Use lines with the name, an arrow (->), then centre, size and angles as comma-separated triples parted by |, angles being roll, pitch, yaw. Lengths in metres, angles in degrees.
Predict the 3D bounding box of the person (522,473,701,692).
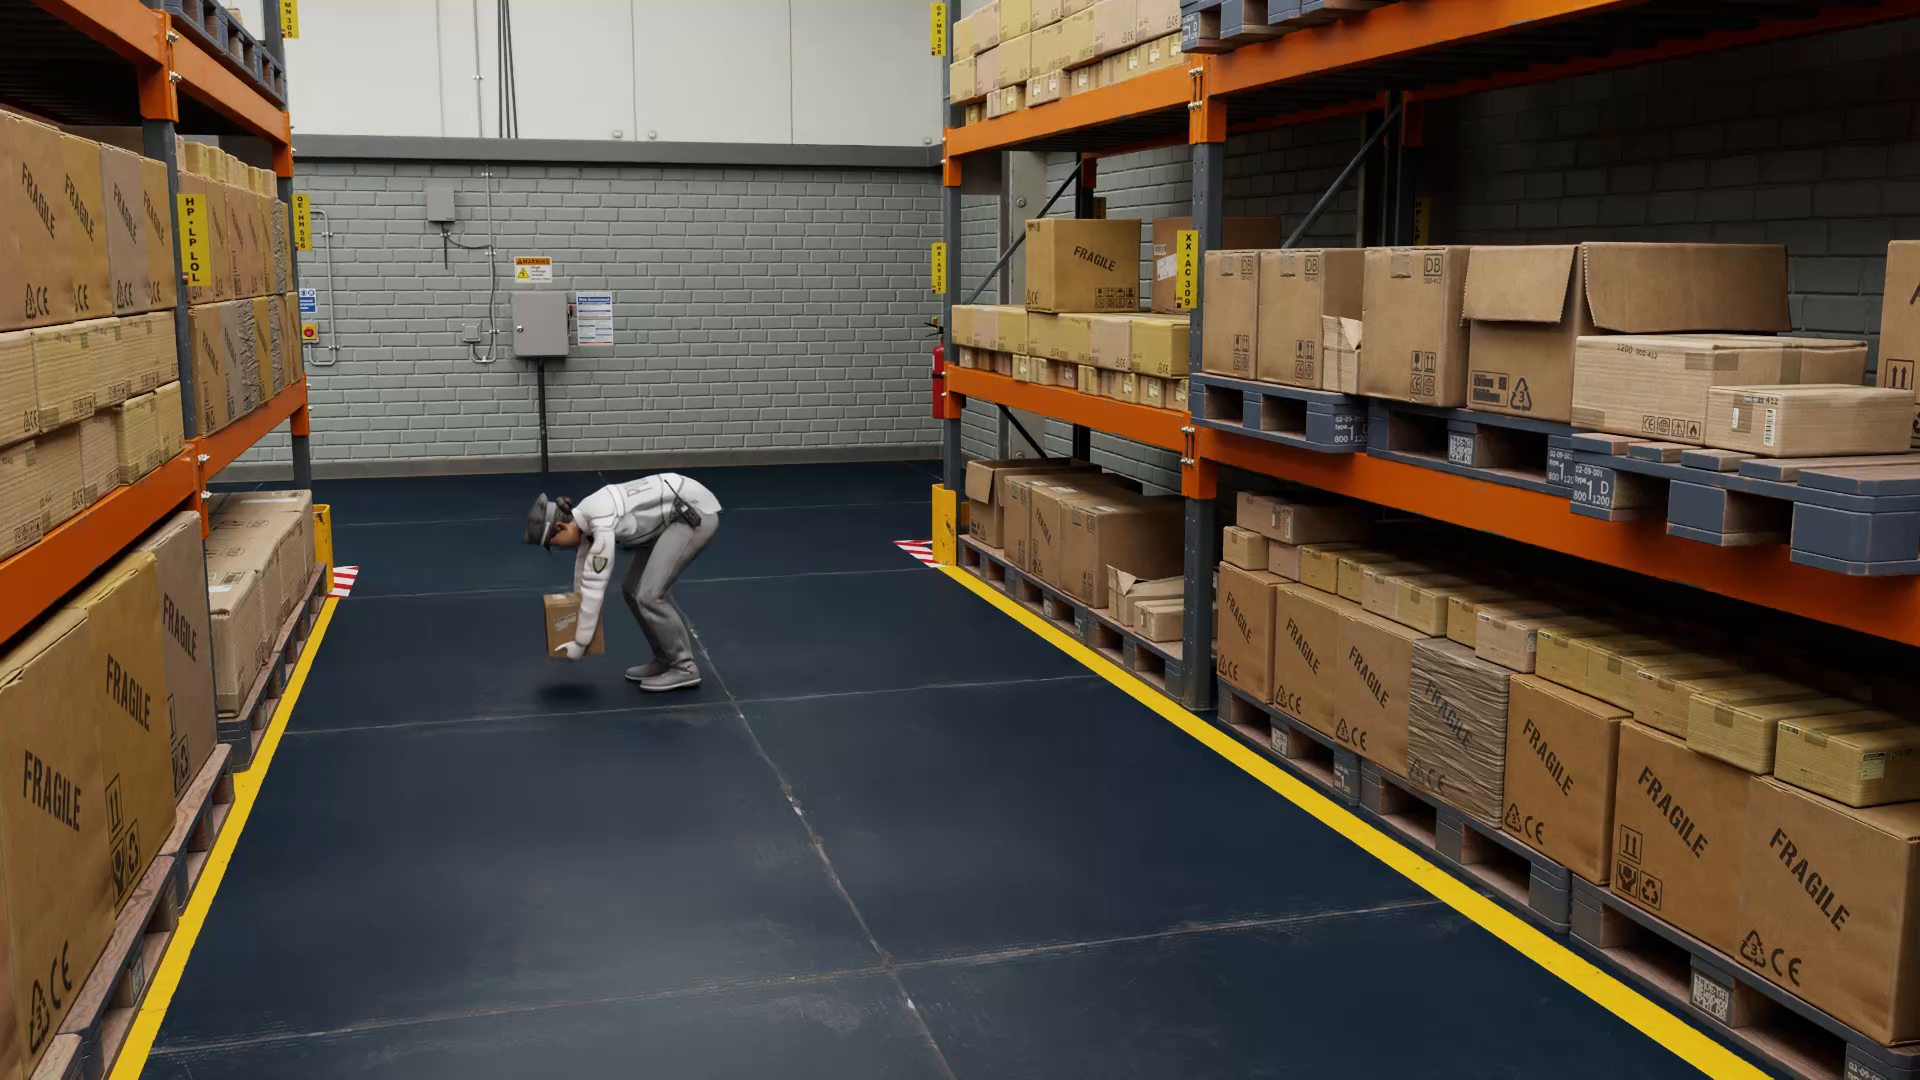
person -> -1.624, 0.204, 7.720 | 0.782, 0.990, 0.378 | -3, 10, -18
